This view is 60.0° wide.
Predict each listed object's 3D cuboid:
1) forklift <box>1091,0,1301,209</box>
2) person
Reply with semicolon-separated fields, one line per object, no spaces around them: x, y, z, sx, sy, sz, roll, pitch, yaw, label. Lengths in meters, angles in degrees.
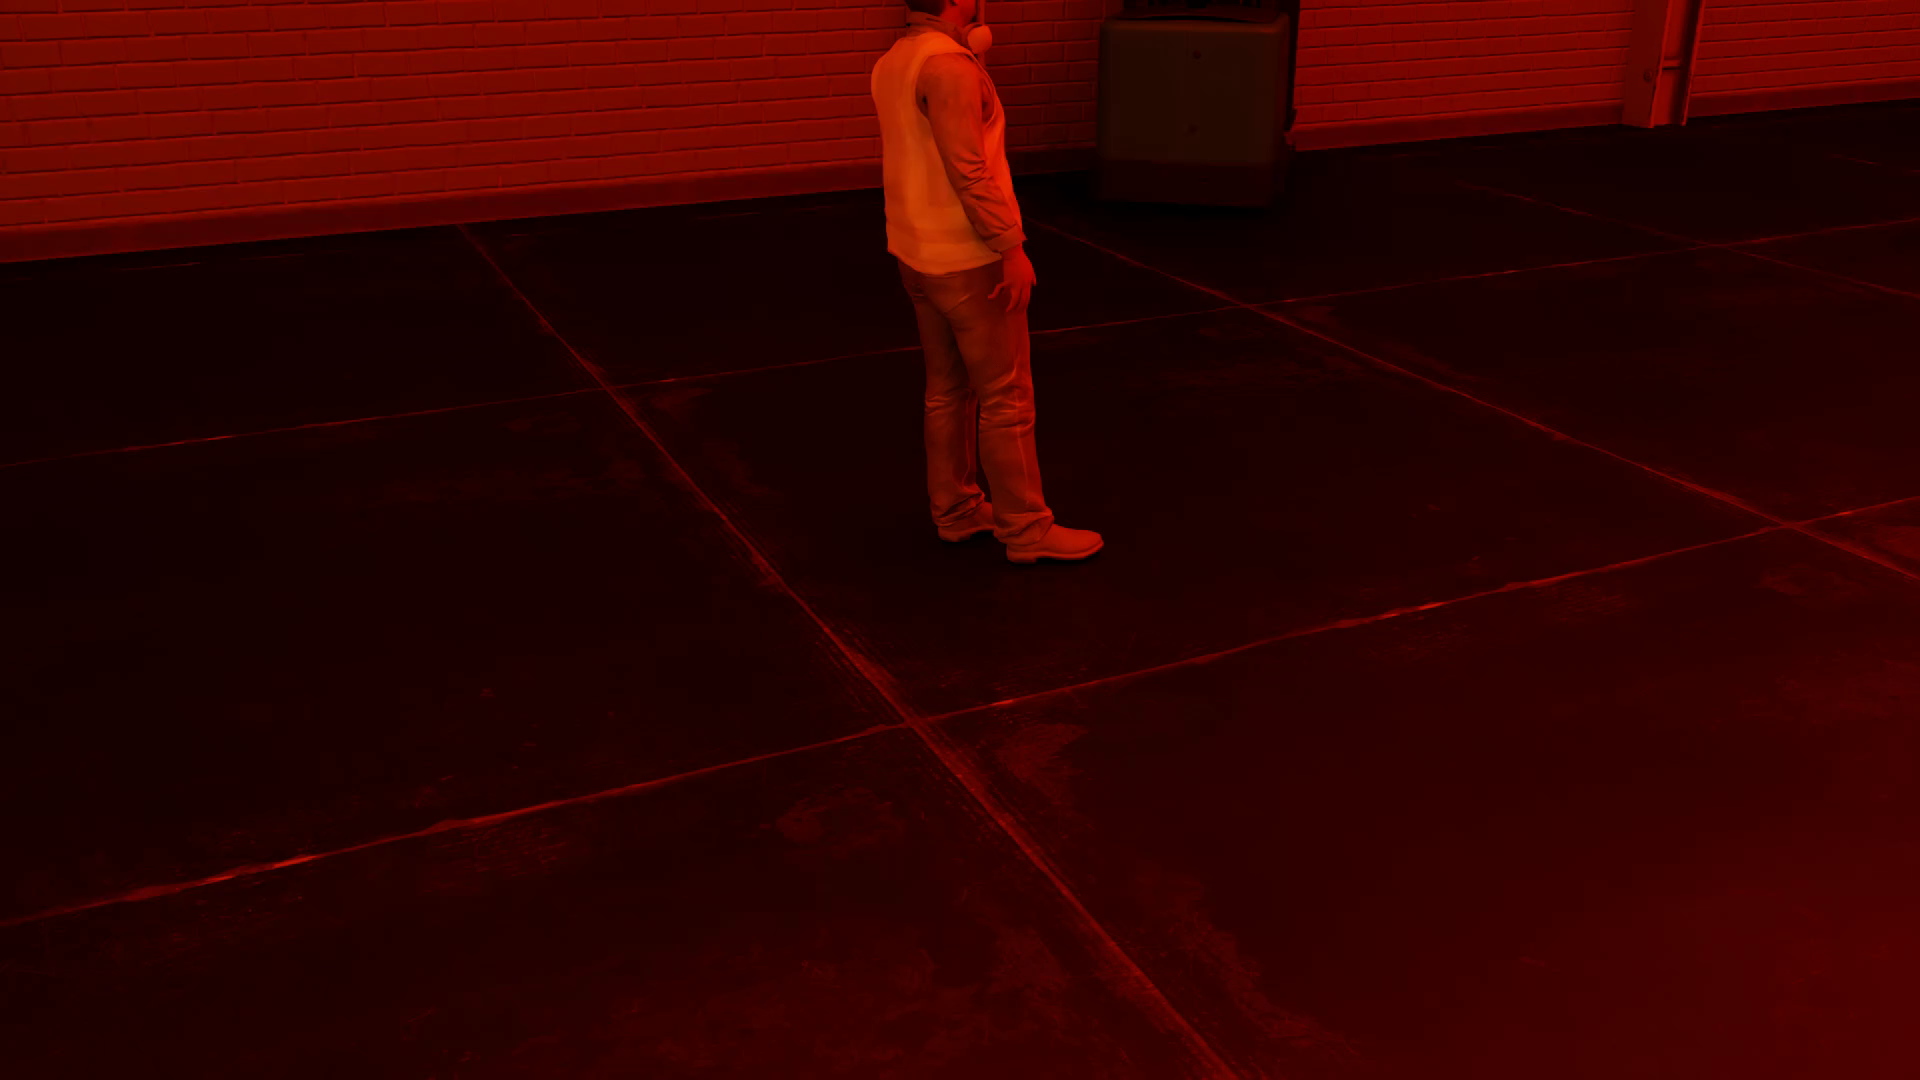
1.619;-3.784;10.395;1.130;2.935;3.031;5;23;13;forklift
0.060;-0.833;4.781;0.568;1.773;0.632;-10;25;-23;person
